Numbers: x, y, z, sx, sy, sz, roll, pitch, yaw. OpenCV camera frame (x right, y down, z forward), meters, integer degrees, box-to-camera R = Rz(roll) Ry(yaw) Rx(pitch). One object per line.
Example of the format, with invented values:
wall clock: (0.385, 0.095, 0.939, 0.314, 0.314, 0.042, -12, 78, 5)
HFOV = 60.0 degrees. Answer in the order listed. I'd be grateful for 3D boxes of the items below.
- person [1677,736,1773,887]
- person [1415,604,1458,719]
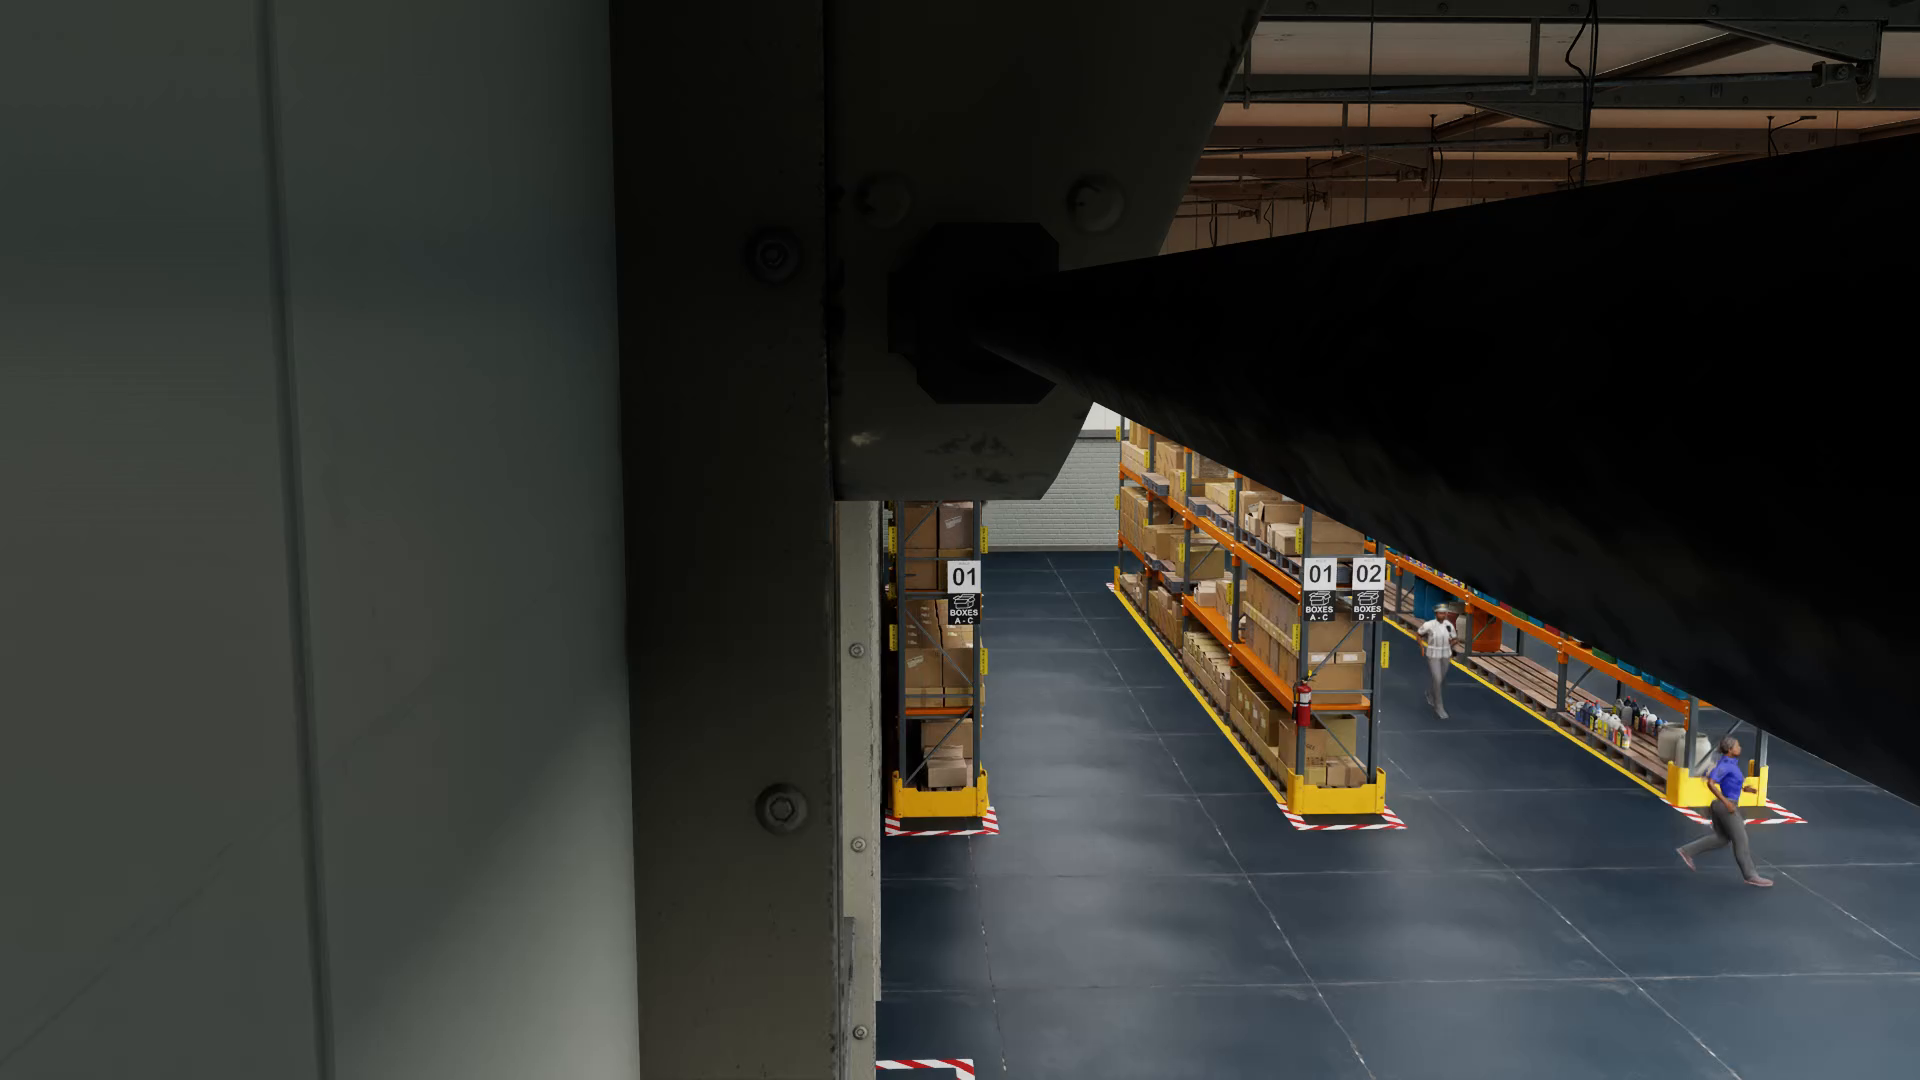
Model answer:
person: (8.338, 2.920, 18.037, 0.972, 1.612, 0.602, 3, 9, 19)
person: (7.347, 1.809, 25.537, 0.566, 1.712, 0.890, -2, 8, -12)
